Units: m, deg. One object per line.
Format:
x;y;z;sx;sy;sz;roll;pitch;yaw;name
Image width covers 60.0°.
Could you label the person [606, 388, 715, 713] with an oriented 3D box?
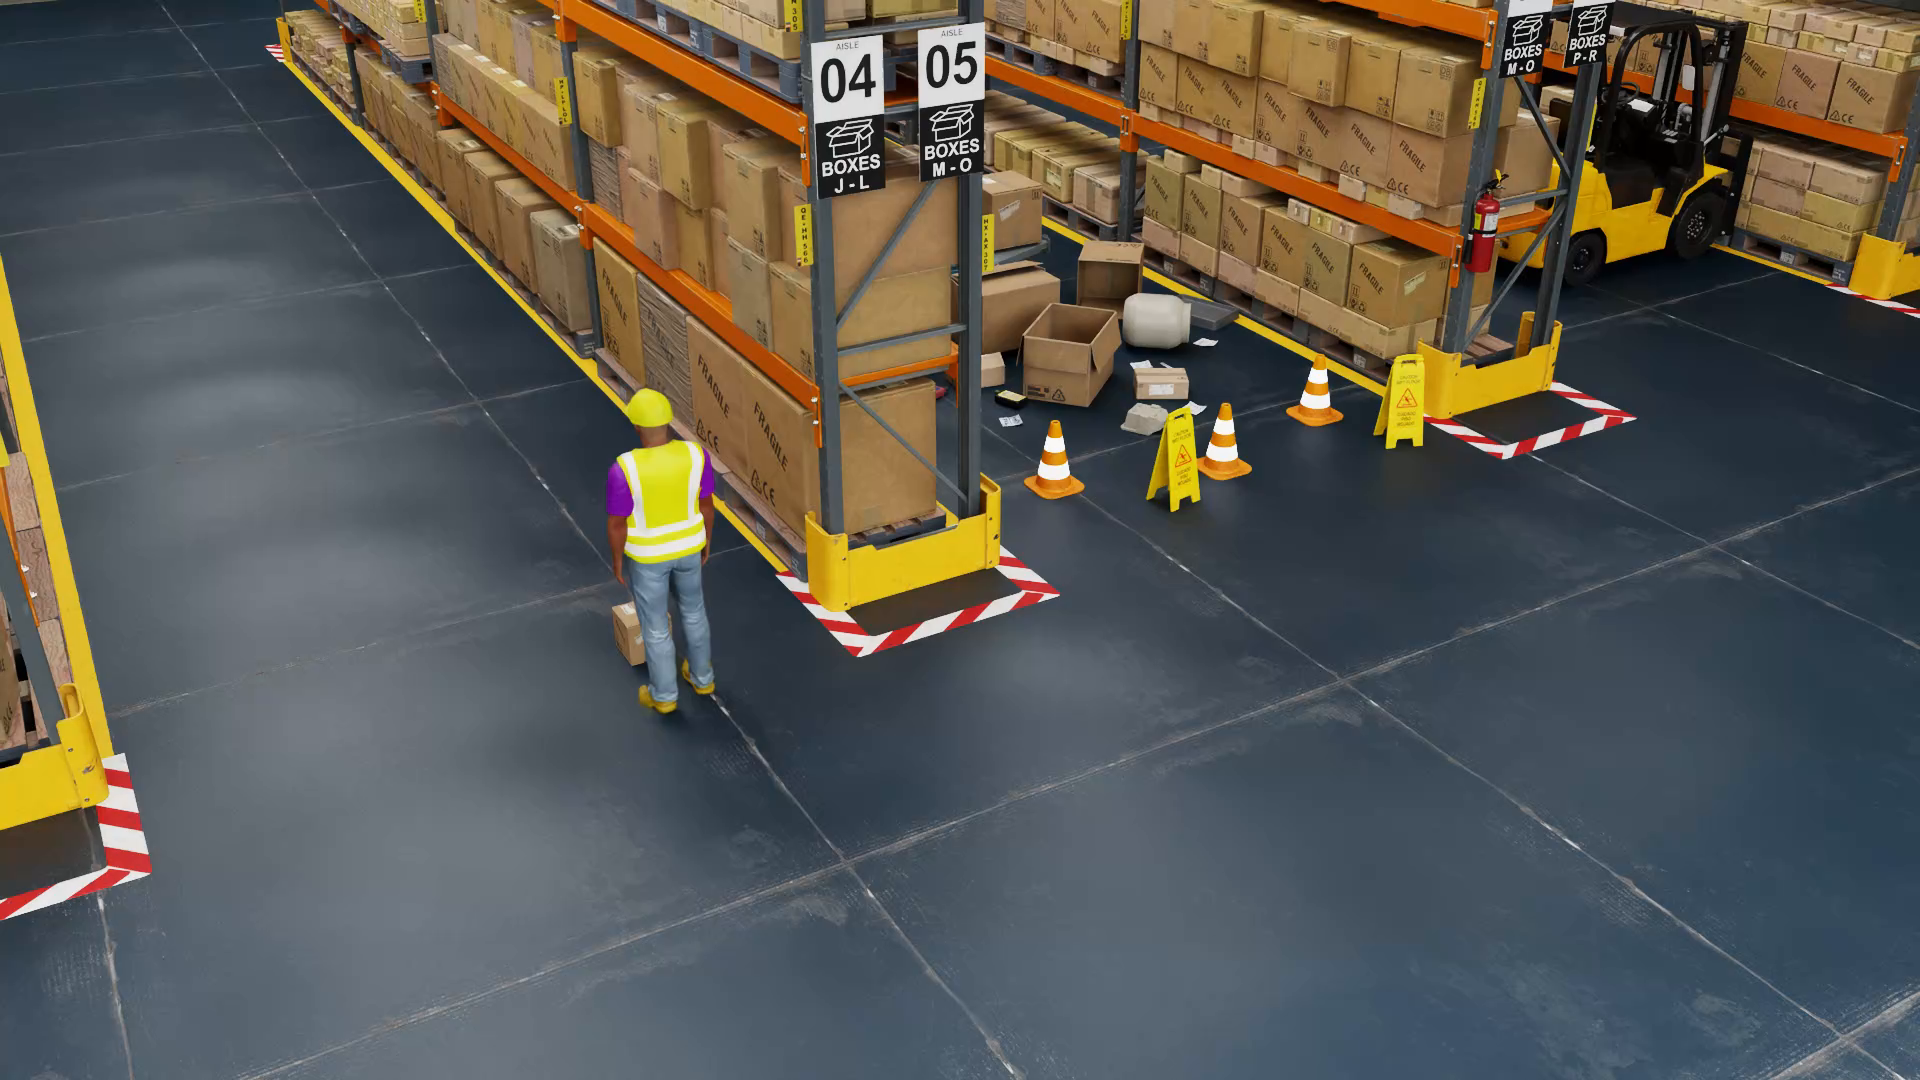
-1.518;0.049;8.477;0.563;1.784;0.382;-15;32;-25;person
